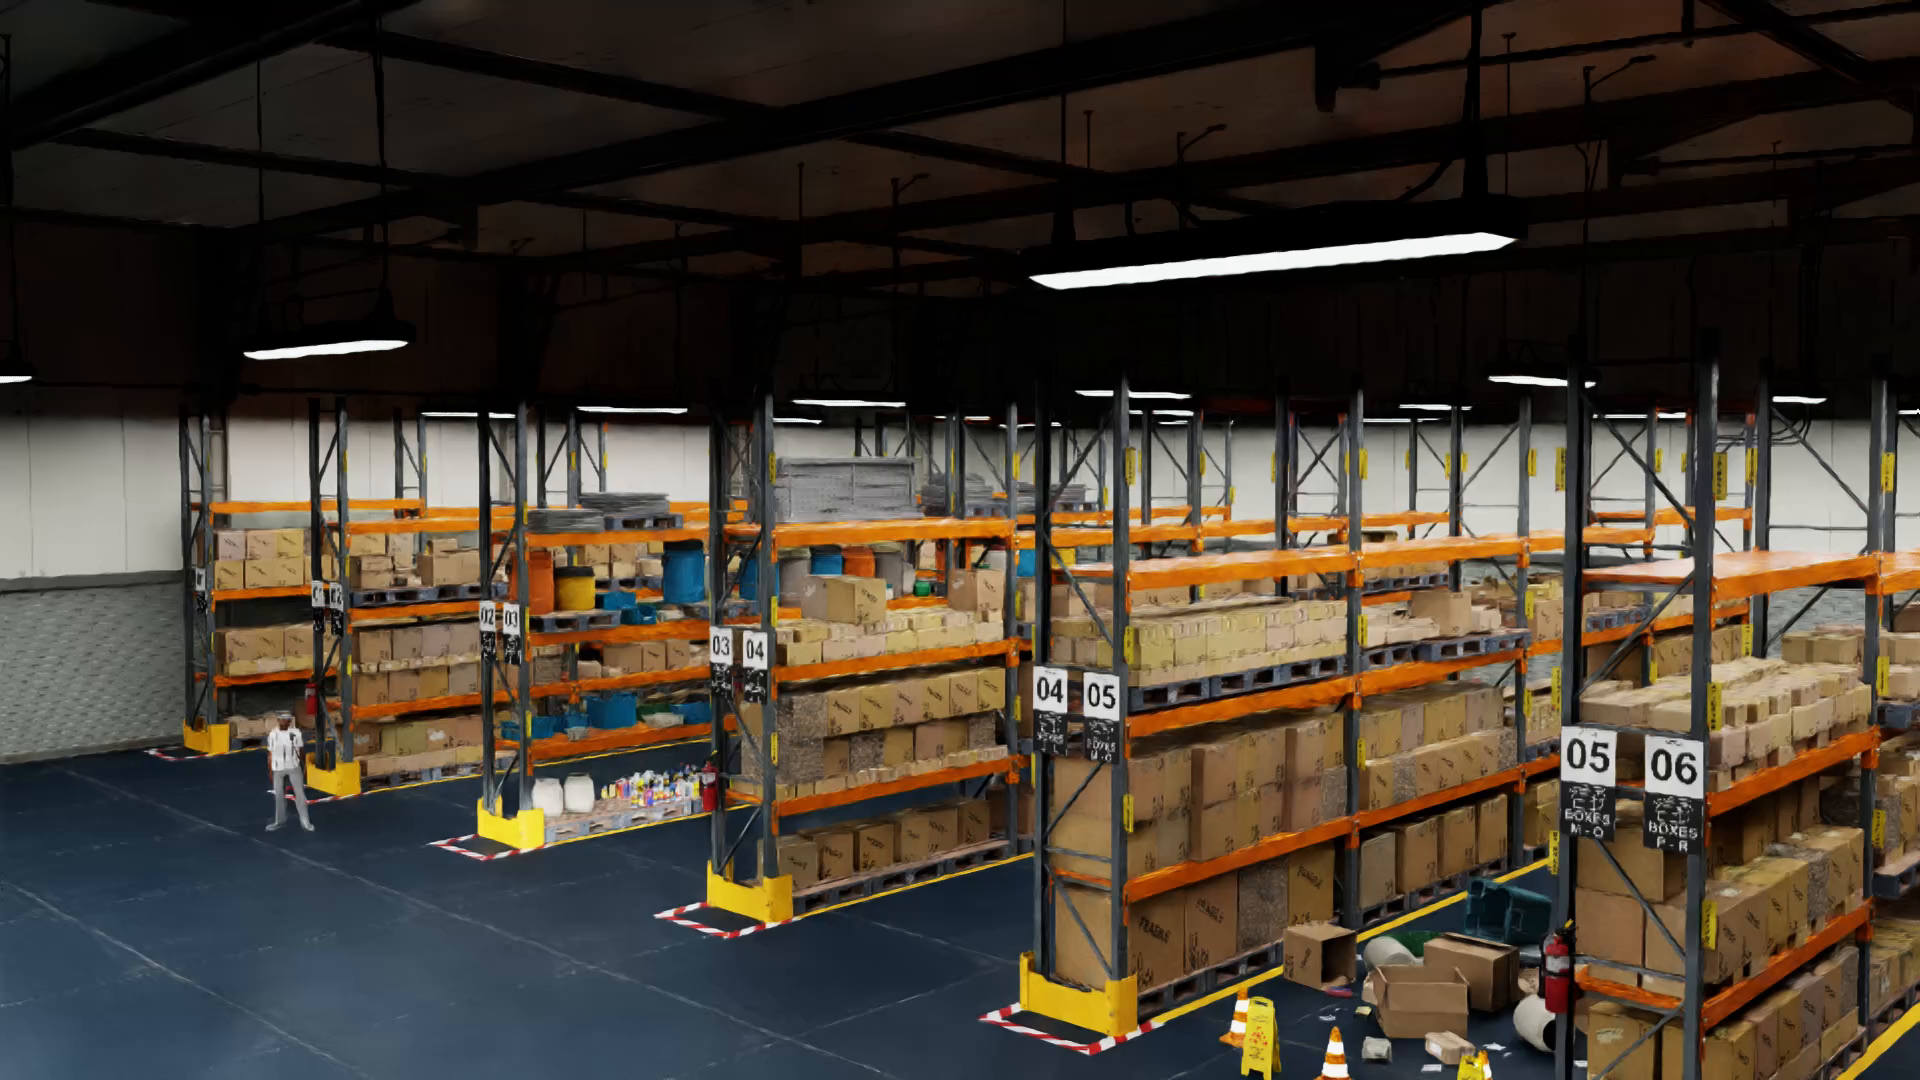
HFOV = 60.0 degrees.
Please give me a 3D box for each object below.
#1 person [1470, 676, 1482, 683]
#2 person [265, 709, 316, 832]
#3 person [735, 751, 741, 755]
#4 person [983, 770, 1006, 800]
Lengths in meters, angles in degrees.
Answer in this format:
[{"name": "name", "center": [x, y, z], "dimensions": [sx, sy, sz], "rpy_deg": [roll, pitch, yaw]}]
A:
[{"name": "person", "center": [8.112, 2.953, 26.139], "dimensions": [1.115, 1.648, 0.543], "rpy_deg": [-3, 4, -44]}, {"name": "person", "center": [-9.130, 3.123, 22.643], "dimensions": [0.679, 1.676, 0.521], "rpy_deg": [-1, 3, -15]}, {"name": "person", "center": [-3.390, 2.867, 28.332], "dimensions": [0.461, 1.596, 0.989], "rpy_deg": [3, 4, 42]}, {"name": "person", "center": [0.518, 3.039, 23.867], "dimensions": [1.194, 1.698, 0.598], "rpy_deg": [-3, 4, -44]}]
